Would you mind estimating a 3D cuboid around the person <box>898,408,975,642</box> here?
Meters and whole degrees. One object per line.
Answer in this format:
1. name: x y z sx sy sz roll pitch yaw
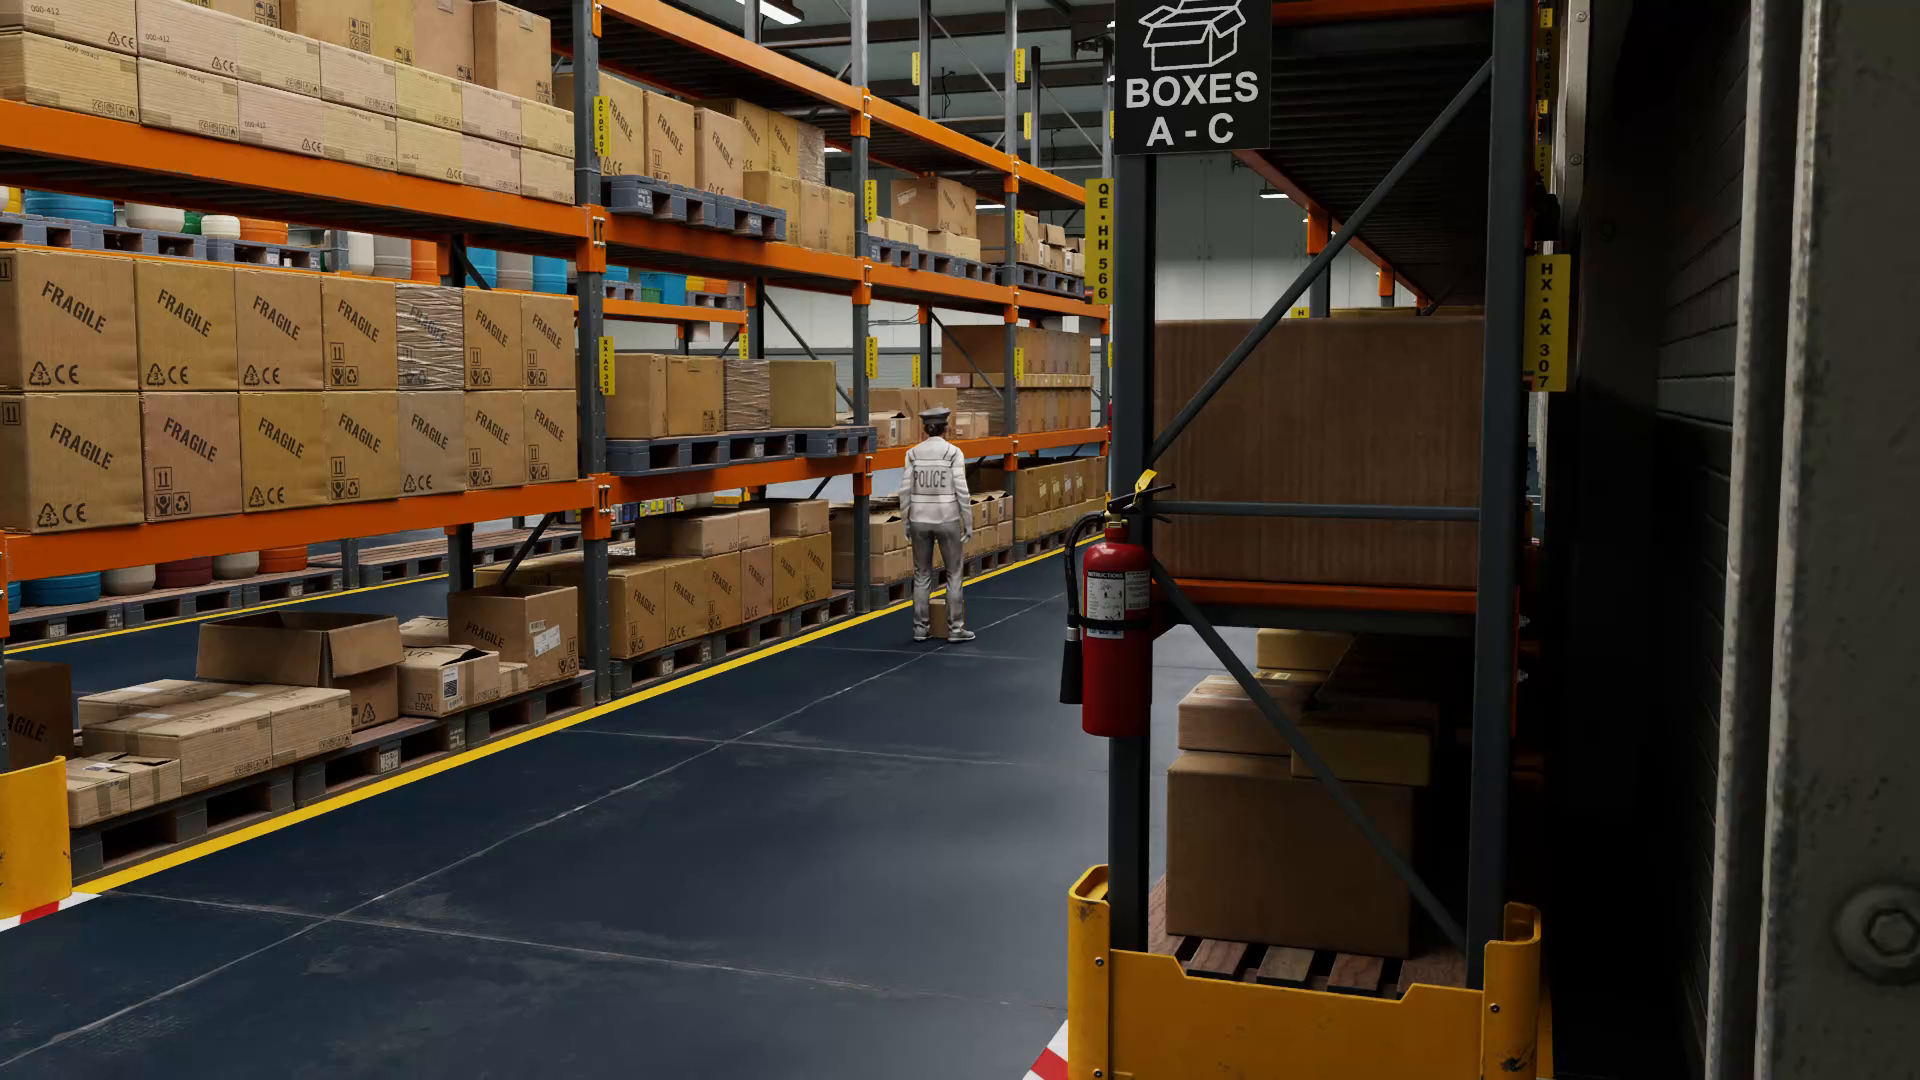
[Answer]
1. person: -0.175 -0.105 11.862 0.531 1.662 0.382 1 6 15
